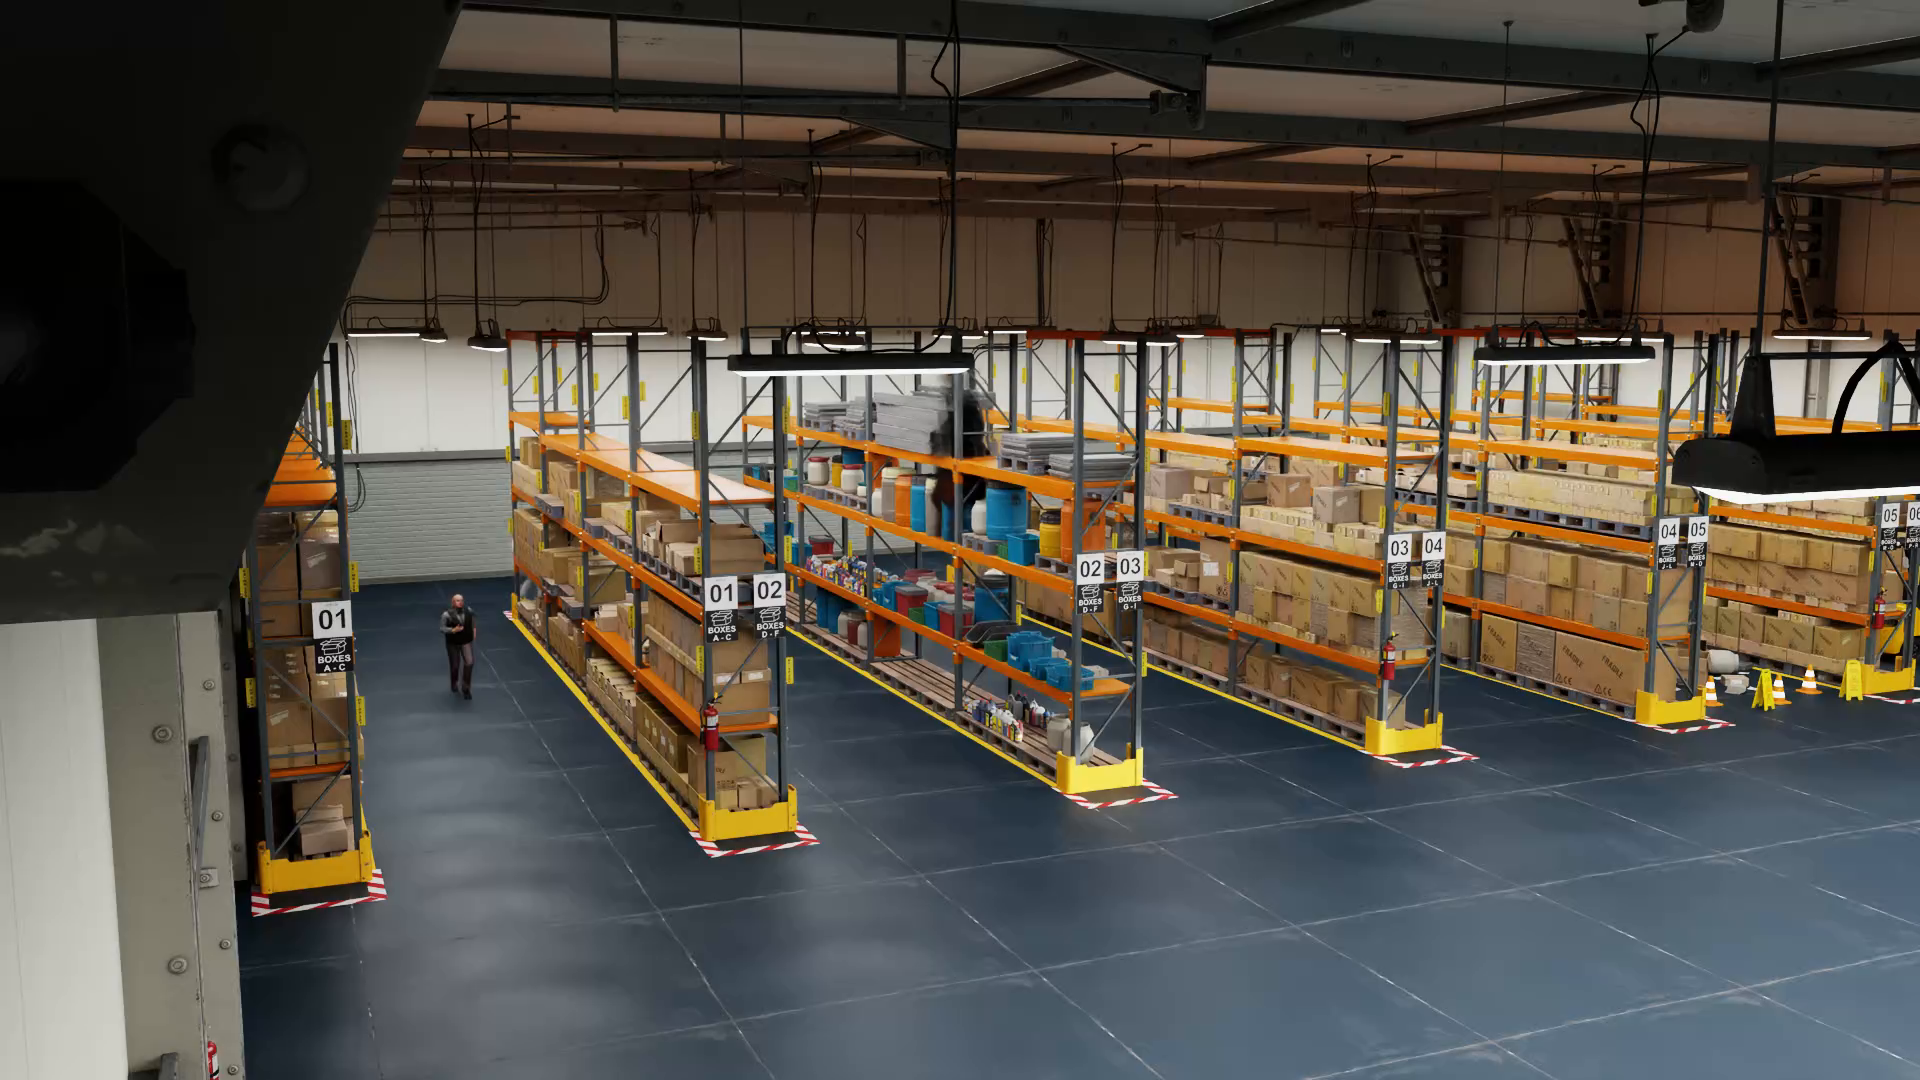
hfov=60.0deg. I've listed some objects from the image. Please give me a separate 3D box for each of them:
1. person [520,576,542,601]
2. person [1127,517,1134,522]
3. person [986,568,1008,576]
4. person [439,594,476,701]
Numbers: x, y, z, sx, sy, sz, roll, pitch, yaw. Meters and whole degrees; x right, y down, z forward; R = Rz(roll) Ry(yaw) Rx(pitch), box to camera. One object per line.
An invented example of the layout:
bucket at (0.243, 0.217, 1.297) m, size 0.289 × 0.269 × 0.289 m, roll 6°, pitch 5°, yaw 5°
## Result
person at (-9.288, 0.570, 36.124) m, size 0.753 × 1.841 × 0.697 m, roll -1°, pitch 8°, yaw -8°
person at (3.962, 0.282, 38.678) m, size 0.570 × 1.614 × 0.559 m, roll -3°, pitch 8°, yaw -23°
person at (0.767, 1.093, 32.595) m, size 0.612 × 1.658 × 0.524 m, roll -4°, pitch 9°, yaw -25°
person at (-8.294, 1.755, 27.525) m, size 0.677 × 1.762 × 0.842 m, roll -5°, pitch 9°, yaw -33°
